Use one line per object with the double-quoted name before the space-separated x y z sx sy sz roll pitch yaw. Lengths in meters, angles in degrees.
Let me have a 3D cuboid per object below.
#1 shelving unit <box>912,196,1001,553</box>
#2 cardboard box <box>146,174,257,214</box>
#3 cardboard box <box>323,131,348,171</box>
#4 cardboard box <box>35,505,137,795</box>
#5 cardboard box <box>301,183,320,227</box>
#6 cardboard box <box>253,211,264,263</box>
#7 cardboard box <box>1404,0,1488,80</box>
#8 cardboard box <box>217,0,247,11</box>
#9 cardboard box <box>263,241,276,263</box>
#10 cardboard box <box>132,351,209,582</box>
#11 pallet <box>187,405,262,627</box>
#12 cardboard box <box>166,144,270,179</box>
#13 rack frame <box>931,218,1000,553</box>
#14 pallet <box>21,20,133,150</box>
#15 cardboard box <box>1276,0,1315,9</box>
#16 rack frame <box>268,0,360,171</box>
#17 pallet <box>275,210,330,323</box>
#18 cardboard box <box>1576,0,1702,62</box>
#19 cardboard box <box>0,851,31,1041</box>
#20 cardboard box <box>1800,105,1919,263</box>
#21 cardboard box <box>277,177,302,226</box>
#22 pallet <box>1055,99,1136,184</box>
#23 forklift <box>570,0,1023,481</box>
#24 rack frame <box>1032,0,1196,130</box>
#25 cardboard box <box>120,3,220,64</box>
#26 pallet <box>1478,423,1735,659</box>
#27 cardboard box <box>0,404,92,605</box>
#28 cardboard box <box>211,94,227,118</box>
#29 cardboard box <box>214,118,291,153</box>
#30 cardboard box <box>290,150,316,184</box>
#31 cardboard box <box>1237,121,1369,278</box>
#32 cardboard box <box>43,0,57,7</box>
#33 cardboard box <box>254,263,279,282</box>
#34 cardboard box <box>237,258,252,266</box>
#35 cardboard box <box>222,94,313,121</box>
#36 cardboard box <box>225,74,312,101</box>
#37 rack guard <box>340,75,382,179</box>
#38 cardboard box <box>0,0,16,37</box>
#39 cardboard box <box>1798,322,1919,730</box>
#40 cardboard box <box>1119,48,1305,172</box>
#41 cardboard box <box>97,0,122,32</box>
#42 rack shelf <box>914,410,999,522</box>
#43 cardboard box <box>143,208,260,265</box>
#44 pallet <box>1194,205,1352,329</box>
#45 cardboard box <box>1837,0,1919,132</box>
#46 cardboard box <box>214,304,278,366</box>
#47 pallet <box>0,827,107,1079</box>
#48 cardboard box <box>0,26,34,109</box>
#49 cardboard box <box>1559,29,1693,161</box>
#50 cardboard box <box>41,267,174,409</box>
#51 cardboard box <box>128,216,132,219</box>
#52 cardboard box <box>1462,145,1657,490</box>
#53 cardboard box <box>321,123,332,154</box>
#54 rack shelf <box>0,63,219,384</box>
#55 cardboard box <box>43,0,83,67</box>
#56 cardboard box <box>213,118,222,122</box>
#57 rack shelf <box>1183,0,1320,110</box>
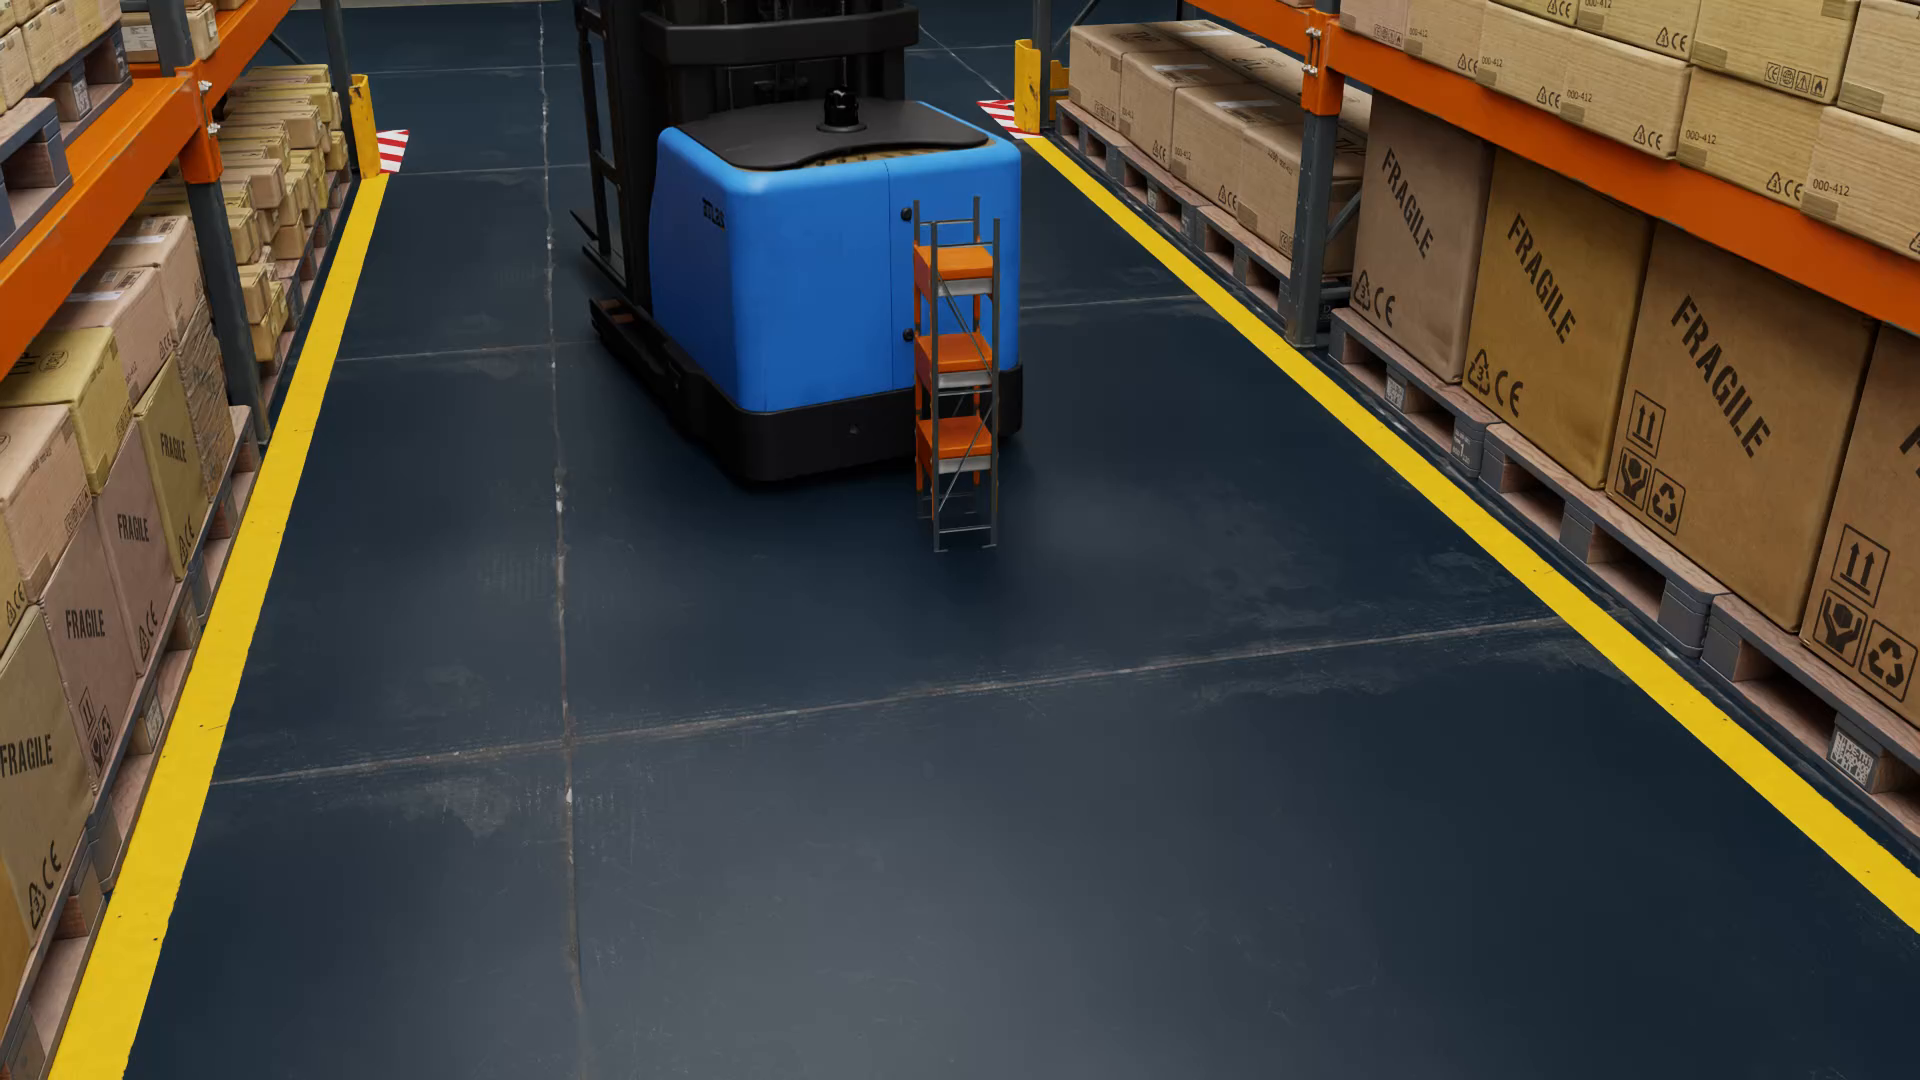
"shelving unit" -0.012 -0.492 5.060 0.215 1.050 0.252 -6 27 -12
"cardboard box" -3.025 -1.341 6.615 0.380 0.149 0.250 -7 28 -13
"cardboard box" -3.382 -2.001 8.584 0.380 0.149 0.250 -5 27 -10
"cardboard box" -2.205 0.260 3.714 0.500 0.500 0.500 -7 28 -13
"cardboard box" -3.177 -1.542 7.673 0.380 0.149 0.250 -5 27 -11
"cardboard box" -3.021 -1.206 6.678 0.380 0.149 0.250 -7 28 -14
"cardboard box" 1.801 -1.676 5.408 0.500 0.250 0.500 -7 28 -13
"cardboard box" -2.994 -2.143 6.446 0.380 0.149 0.250 -5 27 -11
"cardboard box" -3.095 -1.192 6.980 0.380 0.149 0.250 -7 28 -14
"cardboard box" -2.431 -0.190 4.605 0.500 0.500 0.500 -7 28 -13
"pallet" -2.782 -0.056 5.127 1.003 0.211 1.213 -6 27 -12
"cardboard box" -3.145 -1.572 7.073 0.380 0.149 0.250 -7 28 -14
"rack frame" 0.015 -0.439 4.954 0.200 1.050 0.008 -6 27 -12
"pallet" -2.928 -1.207 4.525 1.003 0.211 1.213 -6 27 -12
"cardboard box" 1.487 -2.412 6.589 0.500 0.500 0.500 -6 27 -11
"rack frame" -3.860 -3.399 8.655 1.000 3.000 0.127 -6 27 -12
"pallet" -3.423 -1.226 7.444 1.003 0.211 1.213 -6 27 -12
"cardboard box" 2.014 -1.452 4.410 0.500 0.250 0.500 -7 28 -13
"cardboard box" -1.968 0.705 2.832 0.500 0.500 0.500 -7 28 -14
"cardboard box" 2.245 -0.785 3.643 0.500 0.250 0.500 -5 27 -11
"cardboard box" -3.056 -1.446 7.155 0.380 0.149 0.250 -6 27 -12
"pallet" 1.196 -2.358 9.687 1.003 0.211 1.213 -6 27 -12
"forklift" -0.878 -2.138 6.232 1.130 2.935 3.031 -12 29 -23
"rack frame" 0.940 -3.946 9.739 1.000 3.000 0.127 -6 27 -12
"cardboard box" -2.704 -1.688 5.545 0.380 0.149 0.250 -5 27 -10
"pallet" 2.367 -0.077 5.169 1.003 0.211 1.213 -6 27 -12
"cardboard box" -2.190 -0.062 3.519 0.500 0.250 0.500 -6 27 -11
"cardboard box" -3.894 -2.206 8.329 0.380 0.149 0.250 -5 27 -11
"cardboard box" -3.249 -1.796 7.517 0.380 0.149 0.250 -7 28 -13
"cardboard box" -3.176 -1.675 7.608 0.380 0.149 0.250 -5 27 -9
"cardboard box" 1.804 -1.520 7.310 0.875 0.438 0.875 -6 27 -12
"cardboard box" -2.563 -1.472 4.319 0.380 0.149 0.250 -5 27 -9
"cardboard box" -2.895 -0.971 6.542 0.380 0.149 0.250 -6 27 -12
"cardboard box" -2.873 -0.984 6.238 0.380 0.149 0.250 -6 27 -11
"cardboard box" -3.315 -2.035 7.991 0.380 0.149 0.250 -7 28 -14
"cardboard box" -3.493 -2.256 8.429 0.380 0.149 0.250 -5 27 -11
"rack guard" -3.843 -2.250 9.152 1.175 0.500 0.348 -6 27 -12
"cardboard box" -2.440 -1.238 3.856 0.380 0.149 0.250 -7 28 -14
"cardboard box" 2.668 0.016 3.782 0.875 0.875 0.875 -6 27 -12
"cardboard box" 1.400 -2.309 8.873 0.875 0.438 0.875 -5 27 -10
"cardboard box" -2.677 -1.564 4.832 0.380 0.149 0.250 -7 28 -13
"rack shelf" -0.012 -0.235 5.190 0.215 0.259 0.240 -6 27 -12
"cardboard box" -2.839 -1.122 6.182 0.380 0.149 0.250 -5 27 -9
"pallet" 1.746 -1.287 7.565 1.003 0.211 1.213 -6 27 -12
"cardboard box" 2.267 -1.002 3.517 0.500 0.250 0.500 -7 28 -13
"cardboard box" -2.728 -0.750 6.105 0.380 0.149 0.250 -7 28 -14
"pallet" -2.232 1.015 3.005 1.003 0.211 1.213 -6 27 -12
"cardboard box" -2.439 -1.109 3.930 0.380 0.149 0.250 -7 28 -14
"cardboard box" 2.005 -1.229 4.522 0.500 0.250 0.500 -6 27 -12
"cardboard box" -2.442 -0.521 4.429 0.500 0.250 0.500 -5 27 -9
"cardboard box" -3.434 -1.291 6.517 0.380 0.149 0.250 -5 27 -10
"cardboard box" 2.270 -0.769 5.337 0.875 0.875 0.875 -5 27 -10
"cardboard box" -3.345 -2.016 8.282 0.380 0.149 0.250 -7 28 -14
"rack shelf" -2.508 -0.444 3.598 1.077 0.370 4.000 -6 27 -12
"cardboard box" -2.563 -1.340 4.389 0.380 0.149 0.250 -6 27 -12
"cardboard box" -3.844 -1.966 8.184 0.380 0.149 0.250 -6 27 -11
"rack shelf" 1.390 -2.747 8.161 1.077 0.370 4.000 -6 27 -12
